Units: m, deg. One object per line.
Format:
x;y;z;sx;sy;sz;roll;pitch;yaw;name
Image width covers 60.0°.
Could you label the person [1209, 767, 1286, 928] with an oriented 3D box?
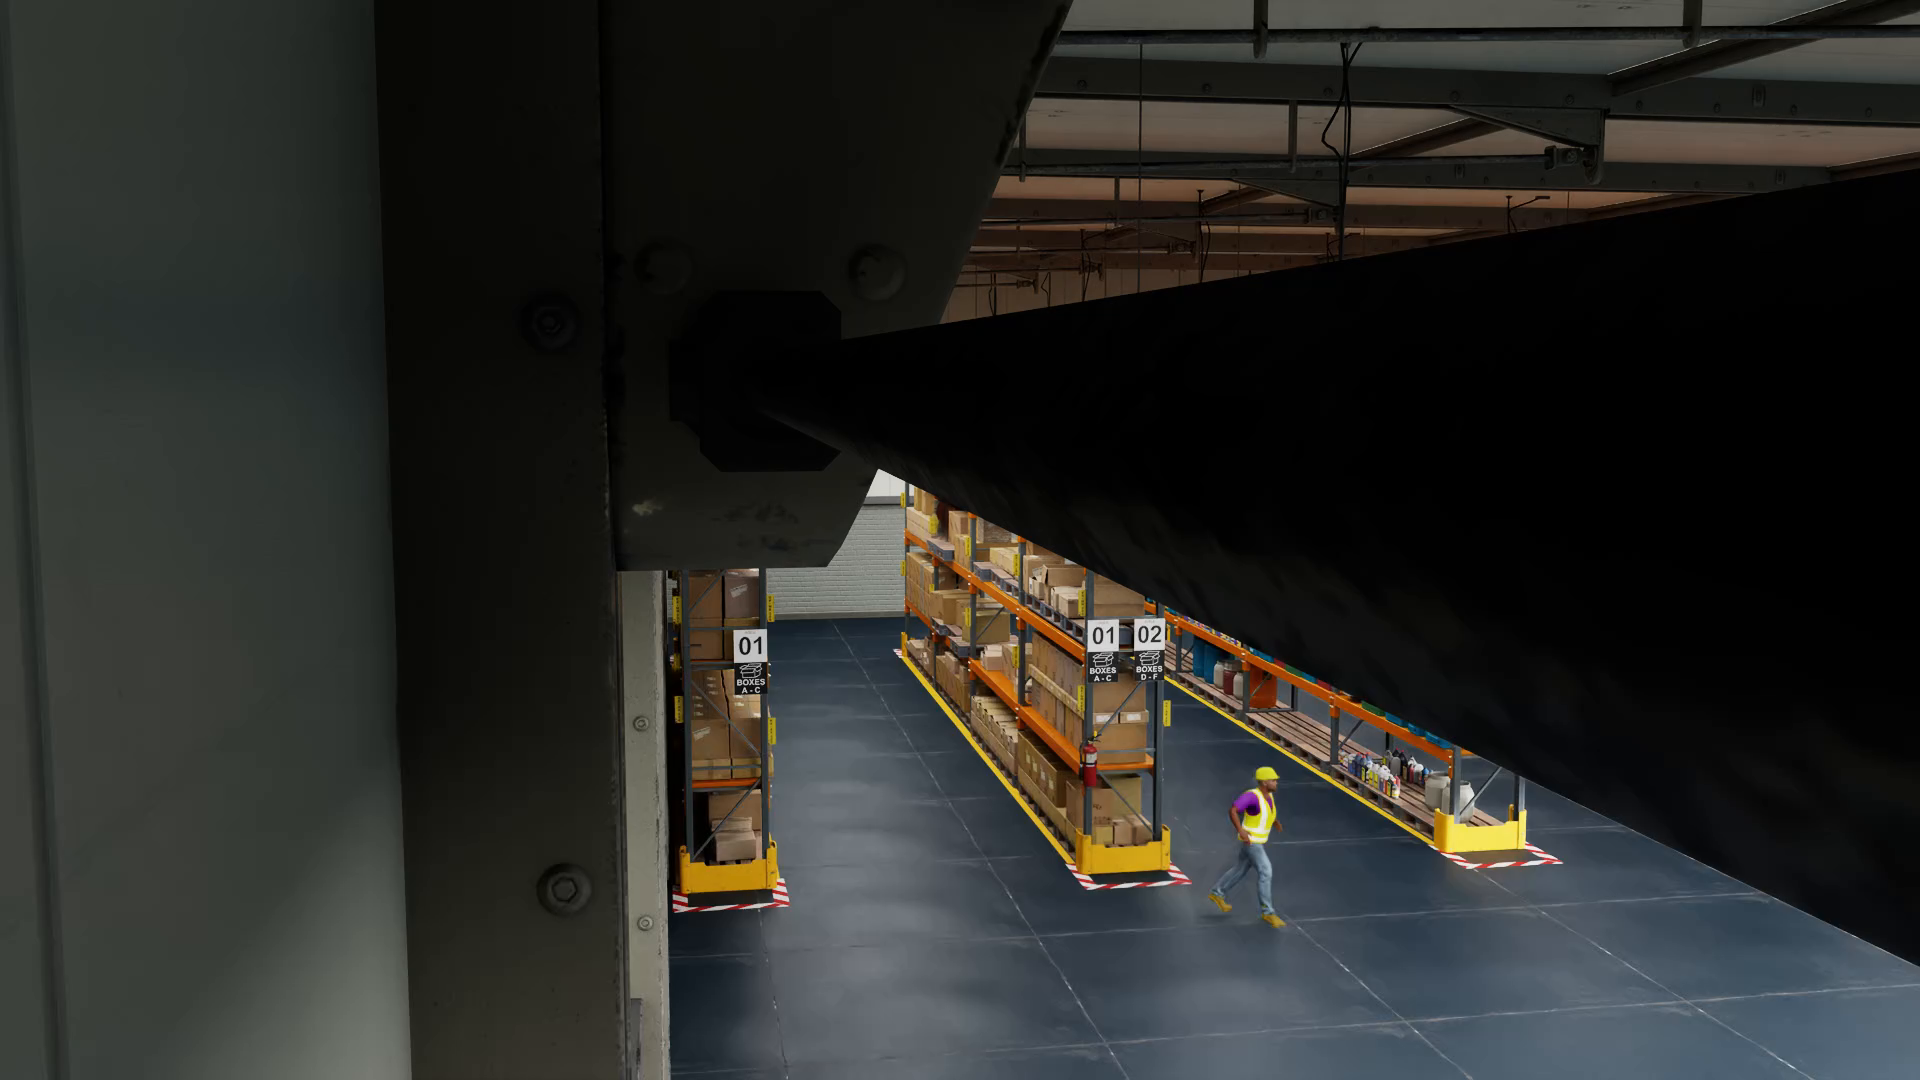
3.361;3.475;19.174;0.967;1.755;0.703;3;7;26;person
